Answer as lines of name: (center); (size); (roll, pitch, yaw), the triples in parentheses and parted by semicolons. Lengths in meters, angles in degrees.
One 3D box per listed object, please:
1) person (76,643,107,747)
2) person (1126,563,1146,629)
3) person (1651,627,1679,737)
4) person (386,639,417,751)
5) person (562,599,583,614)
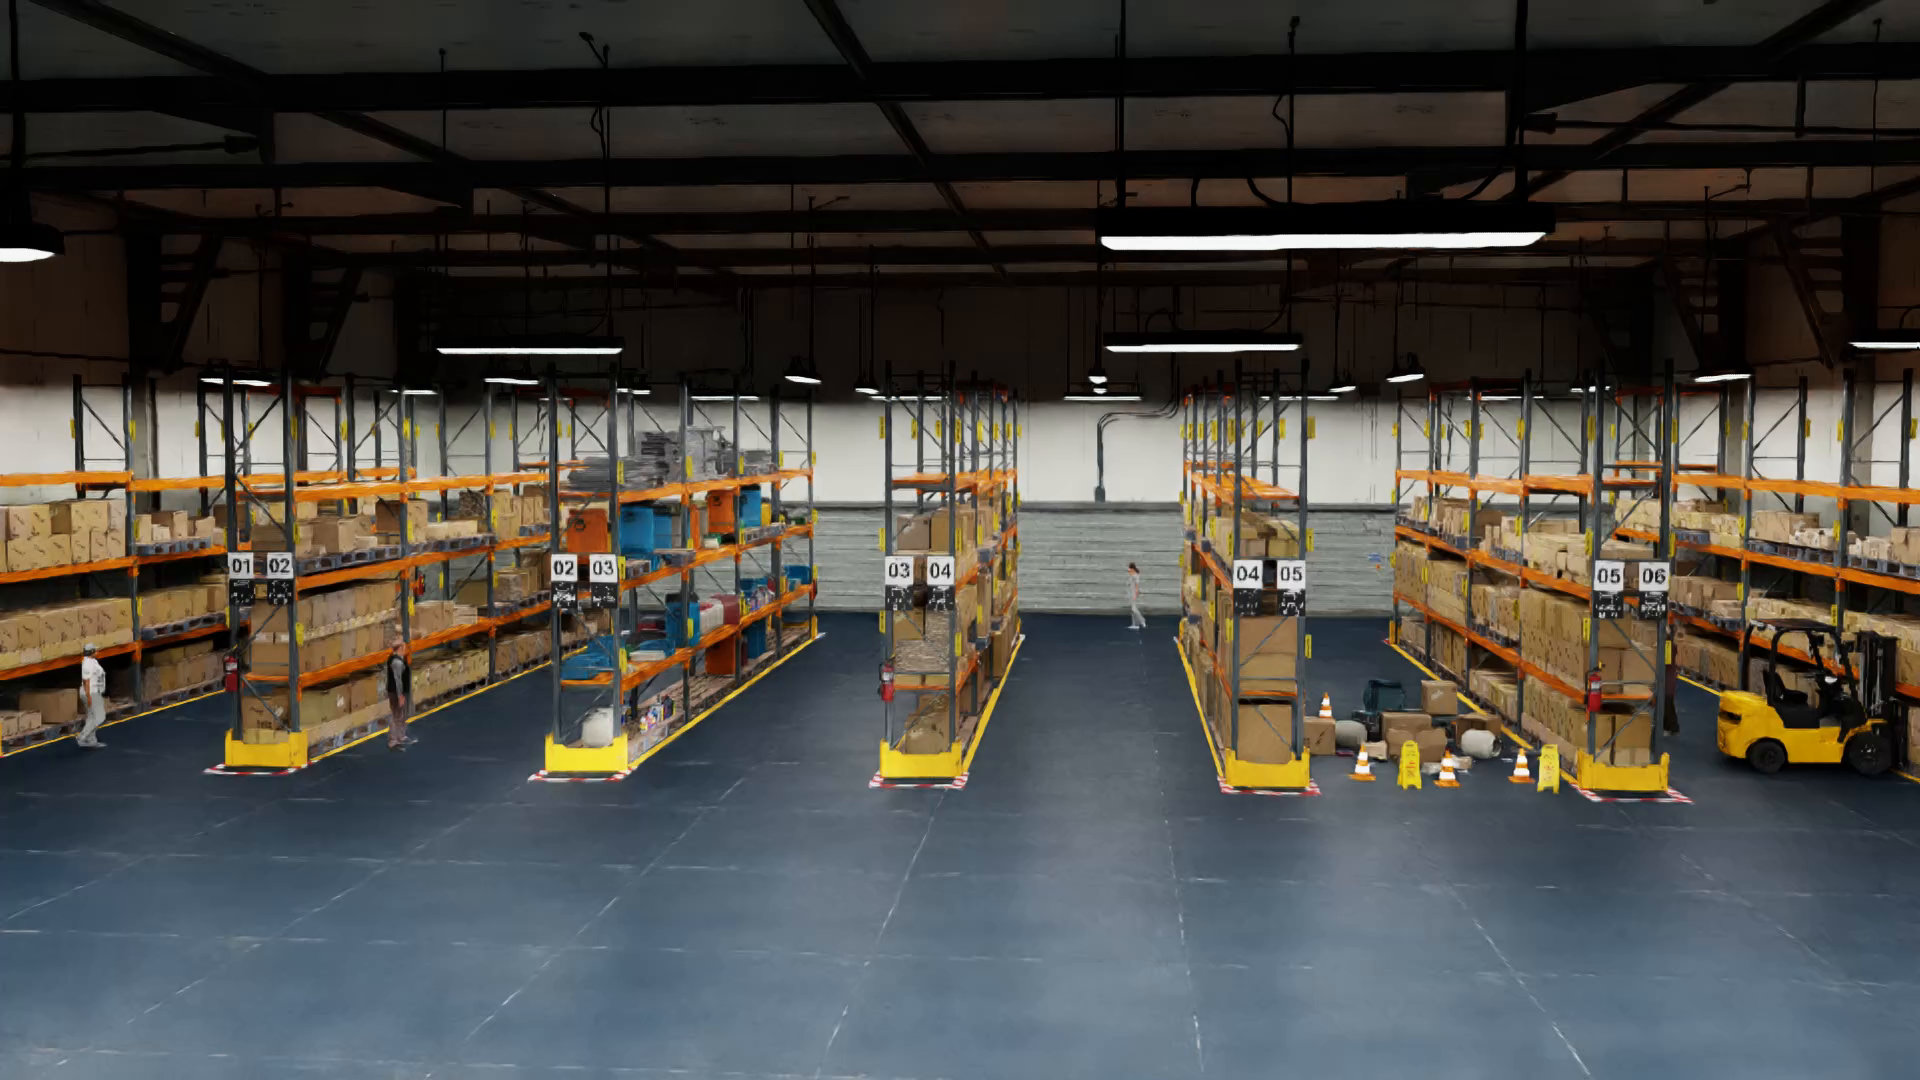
person: (-13.689, 2.454, 26.175); (0.439, 1.660, 0.531); (-2, 4, -22)
person: (4.436, 1.405, 41.864); (0.454, 1.667, 0.619); (-2, 4, -23)
person: (11.525, 2.301, 27.295); (0.636, 1.775, 0.677); (3, 5, 36)
person: (-8.764, 2.408, 26.096); (0.463, 1.731, 0.598); (-1, 4, -21)
person: (-10.236, 1.217, 43.851); (0.567, 1.776, 0.718); (4, 5, 44)
